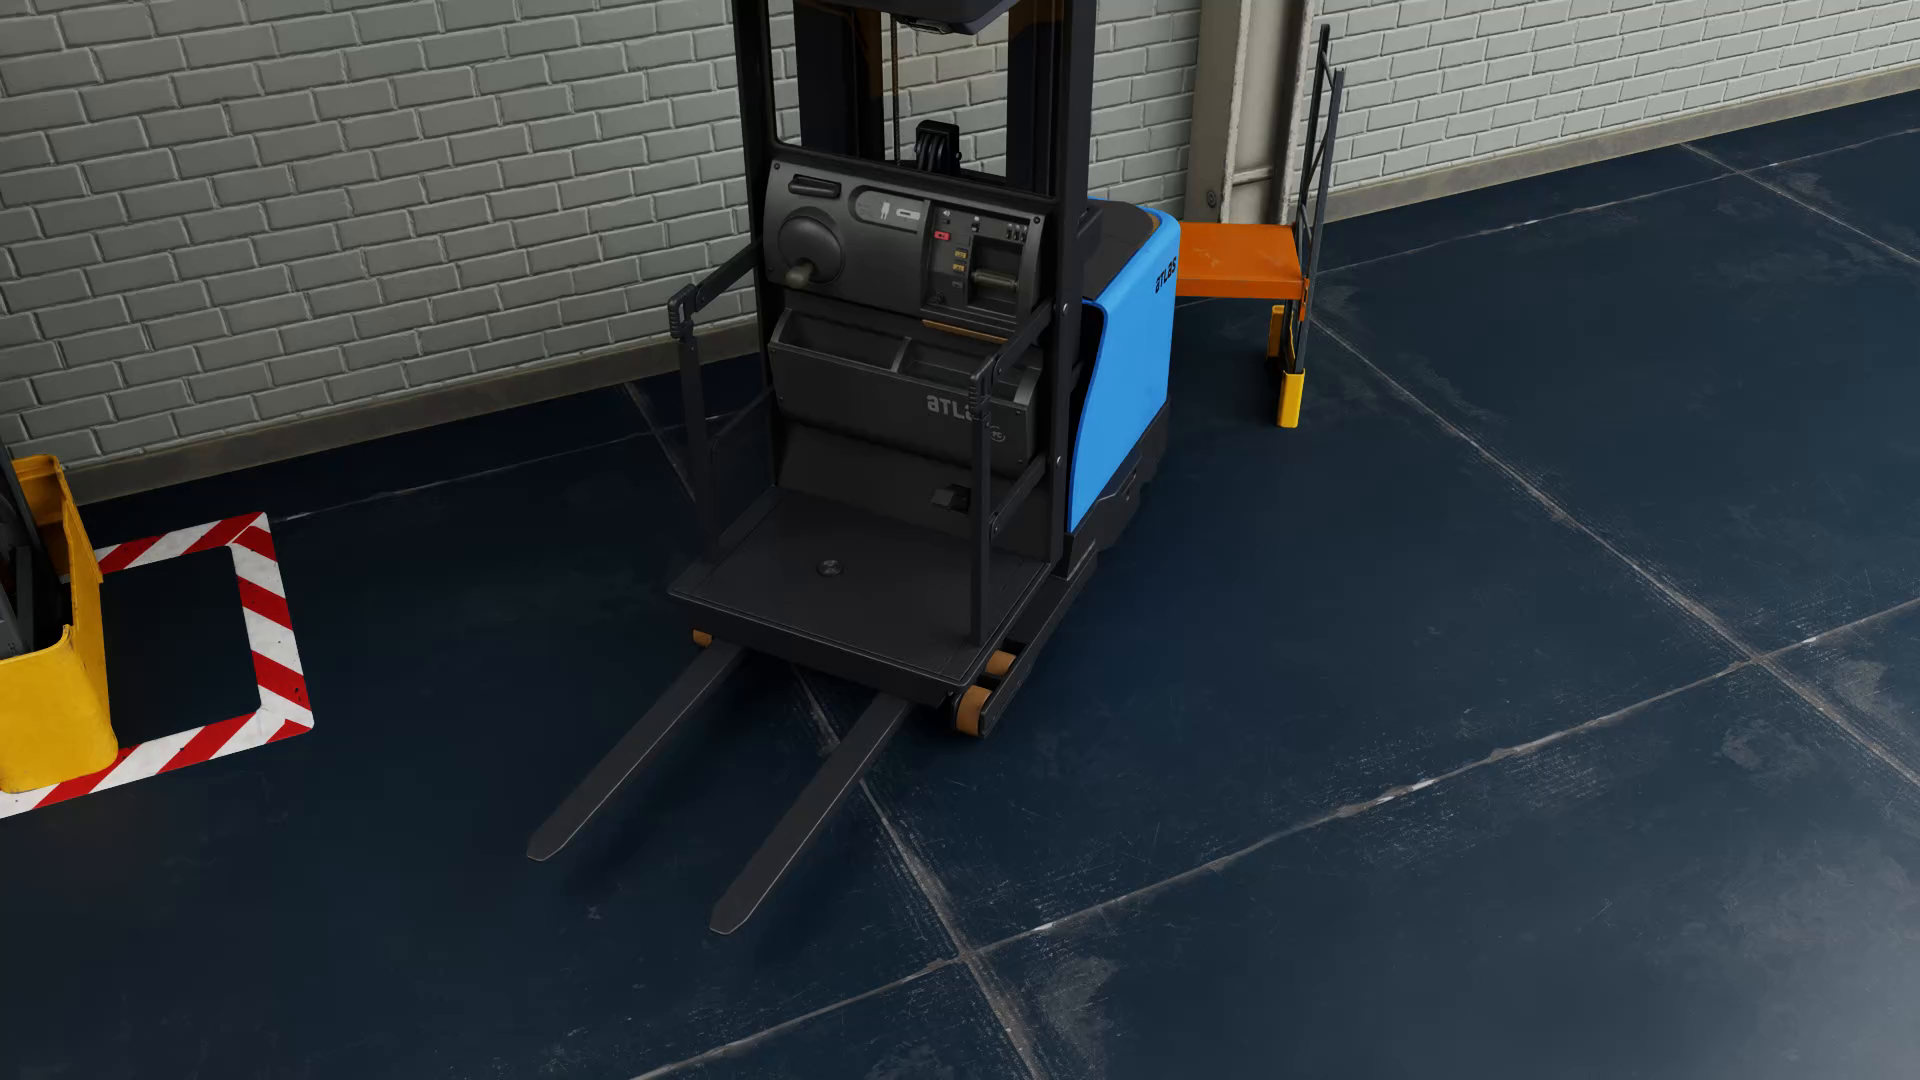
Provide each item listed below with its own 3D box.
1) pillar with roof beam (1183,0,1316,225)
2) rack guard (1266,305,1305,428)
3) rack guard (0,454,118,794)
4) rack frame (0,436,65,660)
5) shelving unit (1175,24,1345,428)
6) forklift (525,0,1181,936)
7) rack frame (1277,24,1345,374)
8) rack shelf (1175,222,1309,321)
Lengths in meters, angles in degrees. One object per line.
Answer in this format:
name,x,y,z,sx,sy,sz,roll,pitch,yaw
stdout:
pillar with roof beam,3.150,-2.669,2.294,0.400,9.000,9.100,-16,39,-20
rack guard,1.374,-0.741,7.039,0.087,0.250,0.587,2,37,3
rack guard,-3.075,0.246,5.499,0.348,0.500,1.175,-16,39,-20
rack frame,-3.097,-0.752,4.746,0.127,3.000,1.000,-16,39,-20
shelving unit,0.877,-1.262,6.692,1.083,1.500,0.587,2,37,3
forklift,-0.272,-0.838,4.920,1.130,2.935,3.031,16,39,20
rack frame,1.394,-1.242,6.665,0.032,1.500,0.500,2,37,3
rack shelf,0.886,-1.117,6.799,1.000,0.185,0.538,2,37,3
